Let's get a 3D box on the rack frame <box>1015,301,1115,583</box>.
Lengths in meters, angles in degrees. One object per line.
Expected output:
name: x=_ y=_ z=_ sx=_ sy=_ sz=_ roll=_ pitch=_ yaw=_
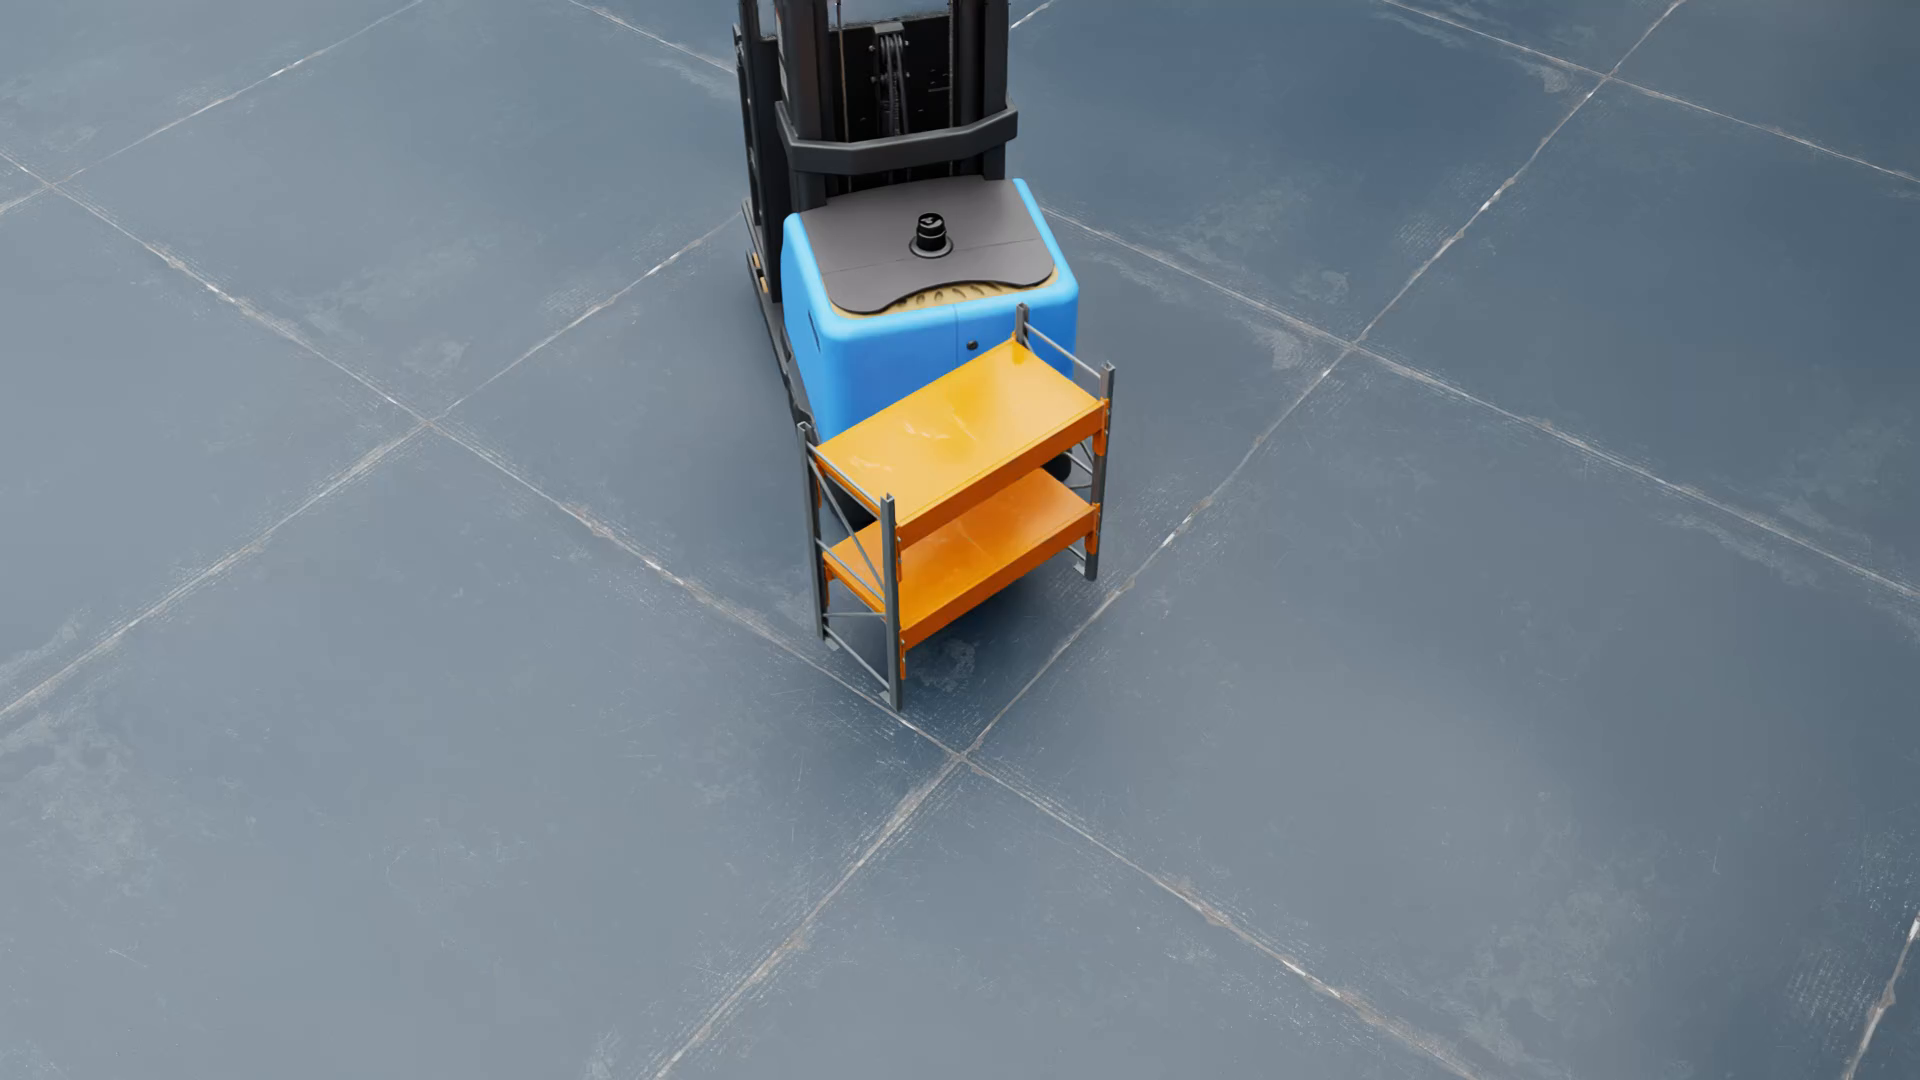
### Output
rack frame: x=0.382 y=-0.359 z=6.480 sx=0.032 sy=1.125 sz=0.500 roll=-32 pitch=54 yaw=-27

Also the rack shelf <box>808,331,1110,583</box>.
rack shelf: x=-0.003 y=-0.322 z=6.039 sx=1.000 sy=0.278 sz=0.538 roll=-32 pitch=54 yaw=-27

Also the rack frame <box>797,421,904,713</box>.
rack frame: x=-0.389 y=0.120 z=6.022 sx=0.032 sy=1.125 sz=0.500 roll=-32 pitch=54 yaw=-27

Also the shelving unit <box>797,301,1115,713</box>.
shelving unit: x=-0.003 y=-0.119 z=6.251 sx=1.048 sy=1.125 sz=0.538 roll=-32 pitch=54 yaw=-27

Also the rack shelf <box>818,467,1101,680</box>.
rack shelf: x=-0.003 y=0.050 z=6.428 sx=1.000 sy=0.278 sz=0.538 roll=-32 pitch=54 yaw=-27

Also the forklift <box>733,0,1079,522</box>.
forklift: x=-0.405 y=-2.173 z=6.964 sx=1.130 sy=2.935 sz=3.031 roll=-11 pitch=47 yaw=-10
